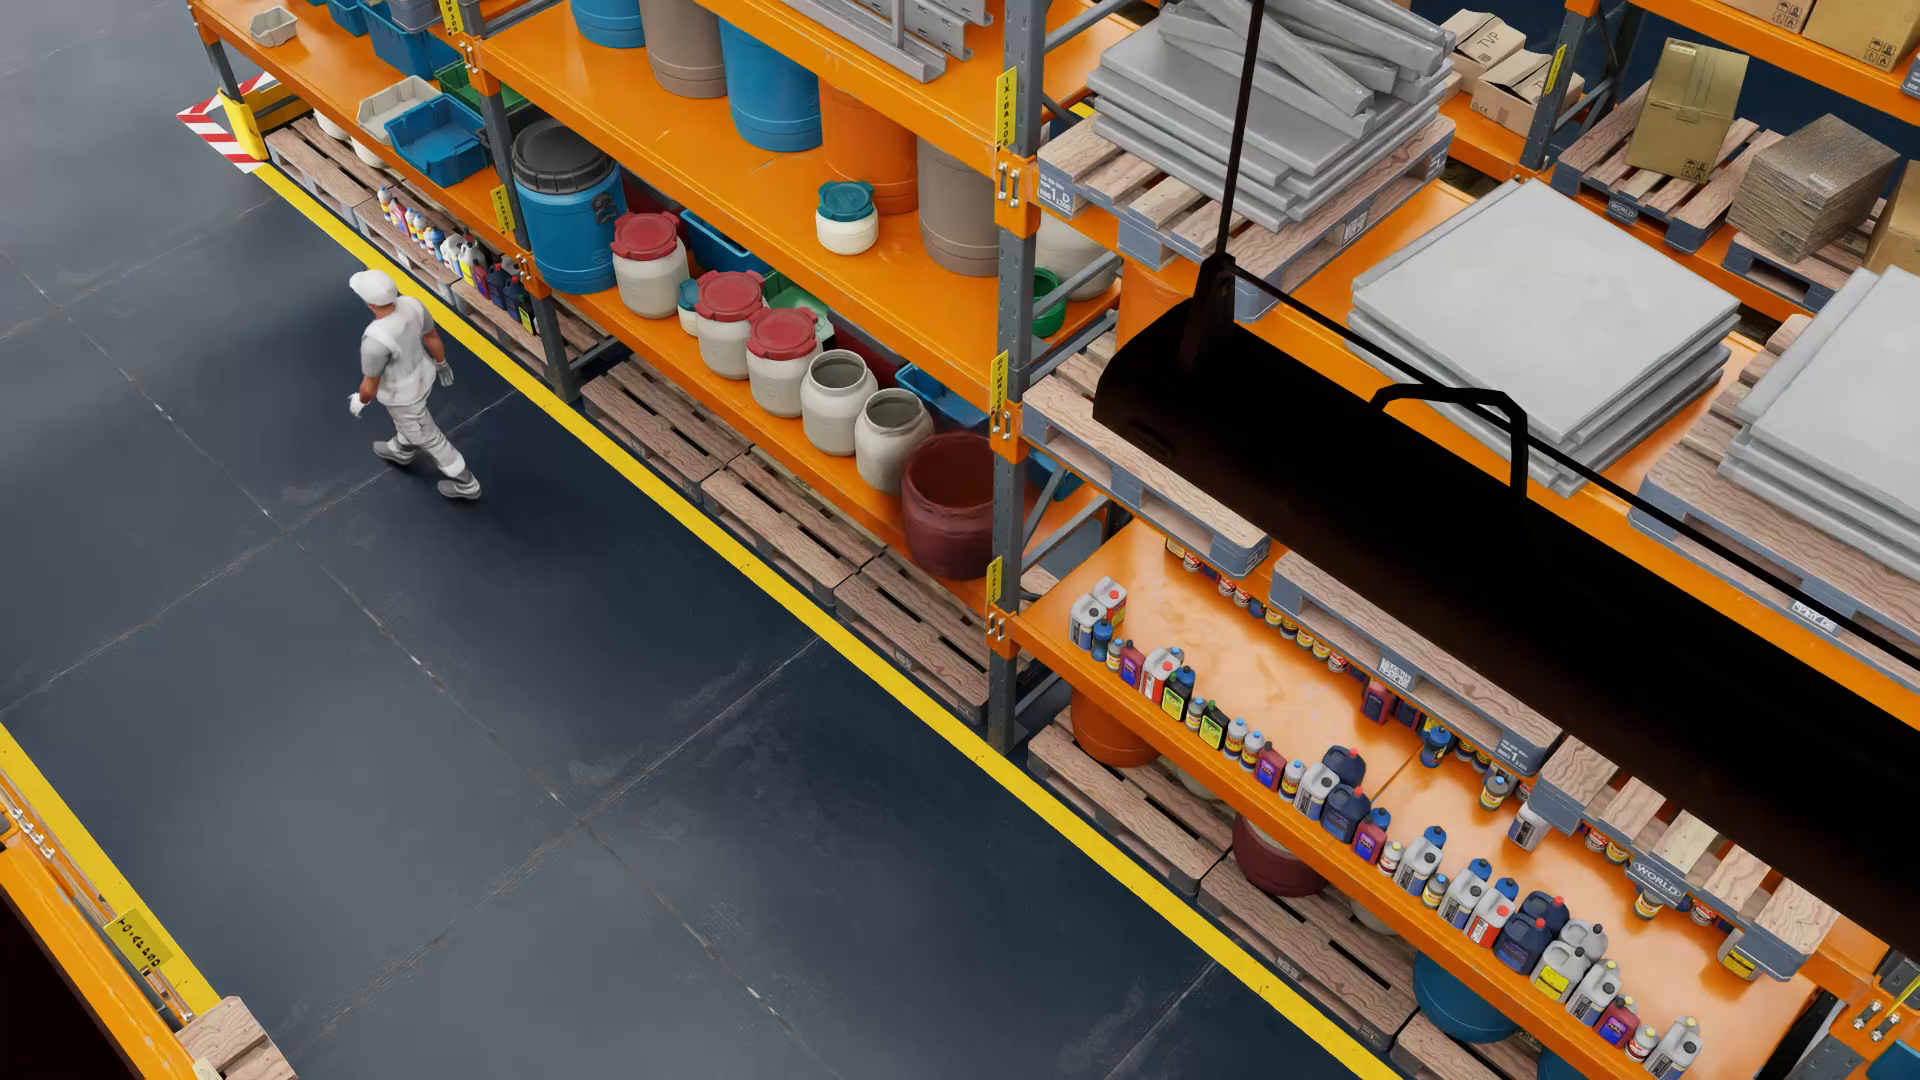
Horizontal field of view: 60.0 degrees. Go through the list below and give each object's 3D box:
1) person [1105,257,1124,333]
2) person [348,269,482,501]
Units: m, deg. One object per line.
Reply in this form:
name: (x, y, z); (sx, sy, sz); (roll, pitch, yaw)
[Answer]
person: (1.128, -1.077, 10.230); (0.640, 1.653, 0.523); (27, 55, 21)
person: (-3.444, -0.950, 10.006); (0.855, 1.760, 0.557); (11, 51, 9)
